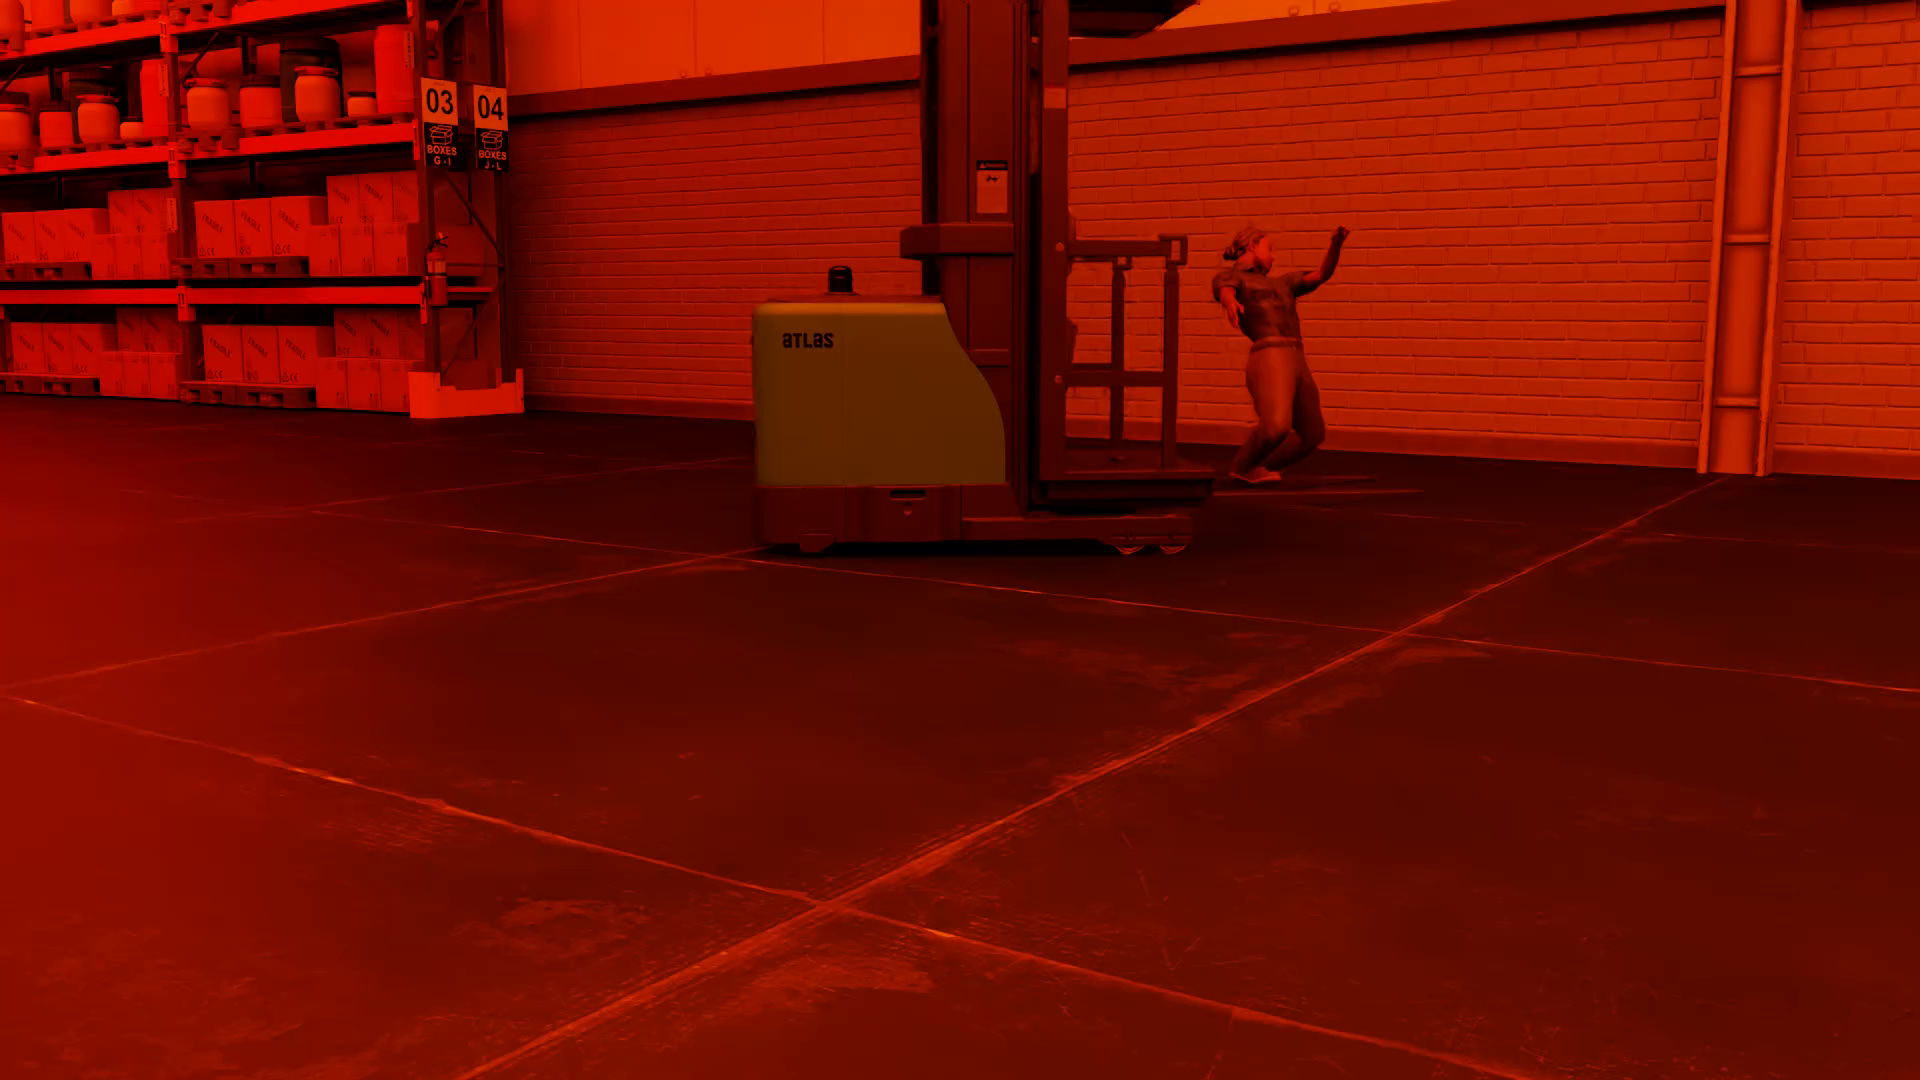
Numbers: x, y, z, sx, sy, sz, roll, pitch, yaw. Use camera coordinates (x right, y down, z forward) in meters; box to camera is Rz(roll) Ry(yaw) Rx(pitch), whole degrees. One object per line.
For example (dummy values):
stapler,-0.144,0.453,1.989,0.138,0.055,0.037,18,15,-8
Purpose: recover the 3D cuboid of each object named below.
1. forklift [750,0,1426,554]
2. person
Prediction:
forklift,0.573,-1.465,7.493,3.031,2.935,1.130,-1,8,-8
person,1.442,-0.802,7.910,0.751,1.384,0.993,6,10,35
